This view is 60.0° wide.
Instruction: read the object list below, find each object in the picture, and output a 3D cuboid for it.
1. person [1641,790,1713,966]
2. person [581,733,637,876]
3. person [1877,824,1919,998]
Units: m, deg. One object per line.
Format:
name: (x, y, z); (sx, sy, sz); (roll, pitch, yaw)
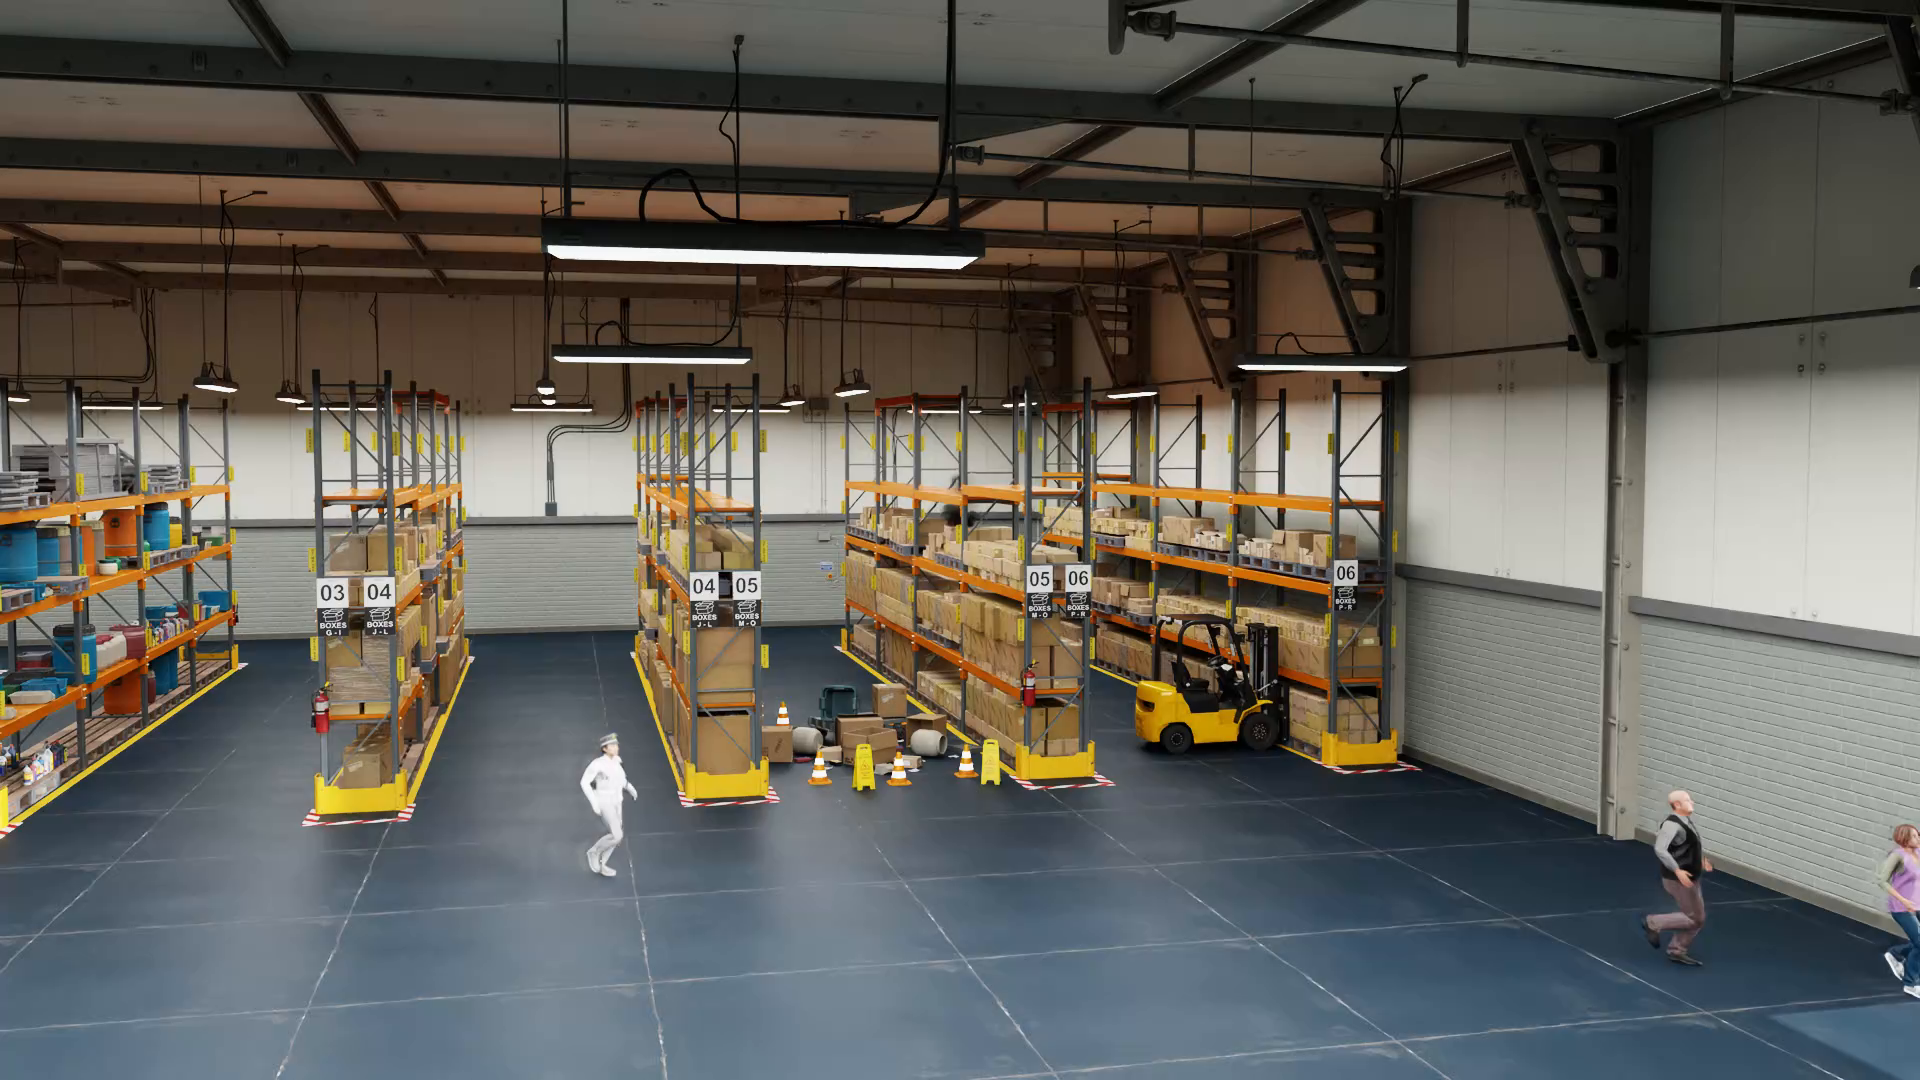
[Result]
person: (6.913, 3.244, 16.025); (0.583, 1.679, 0.665); (2, 4, 37)
person: (-4.036, 3.065, 19.280); (0.534, 1.650, 0.628); (1, 4, 24)
person: (8.623, 3.359, 15.133); (0.567, 1.545, 0.509); (-2, 4, -27)
